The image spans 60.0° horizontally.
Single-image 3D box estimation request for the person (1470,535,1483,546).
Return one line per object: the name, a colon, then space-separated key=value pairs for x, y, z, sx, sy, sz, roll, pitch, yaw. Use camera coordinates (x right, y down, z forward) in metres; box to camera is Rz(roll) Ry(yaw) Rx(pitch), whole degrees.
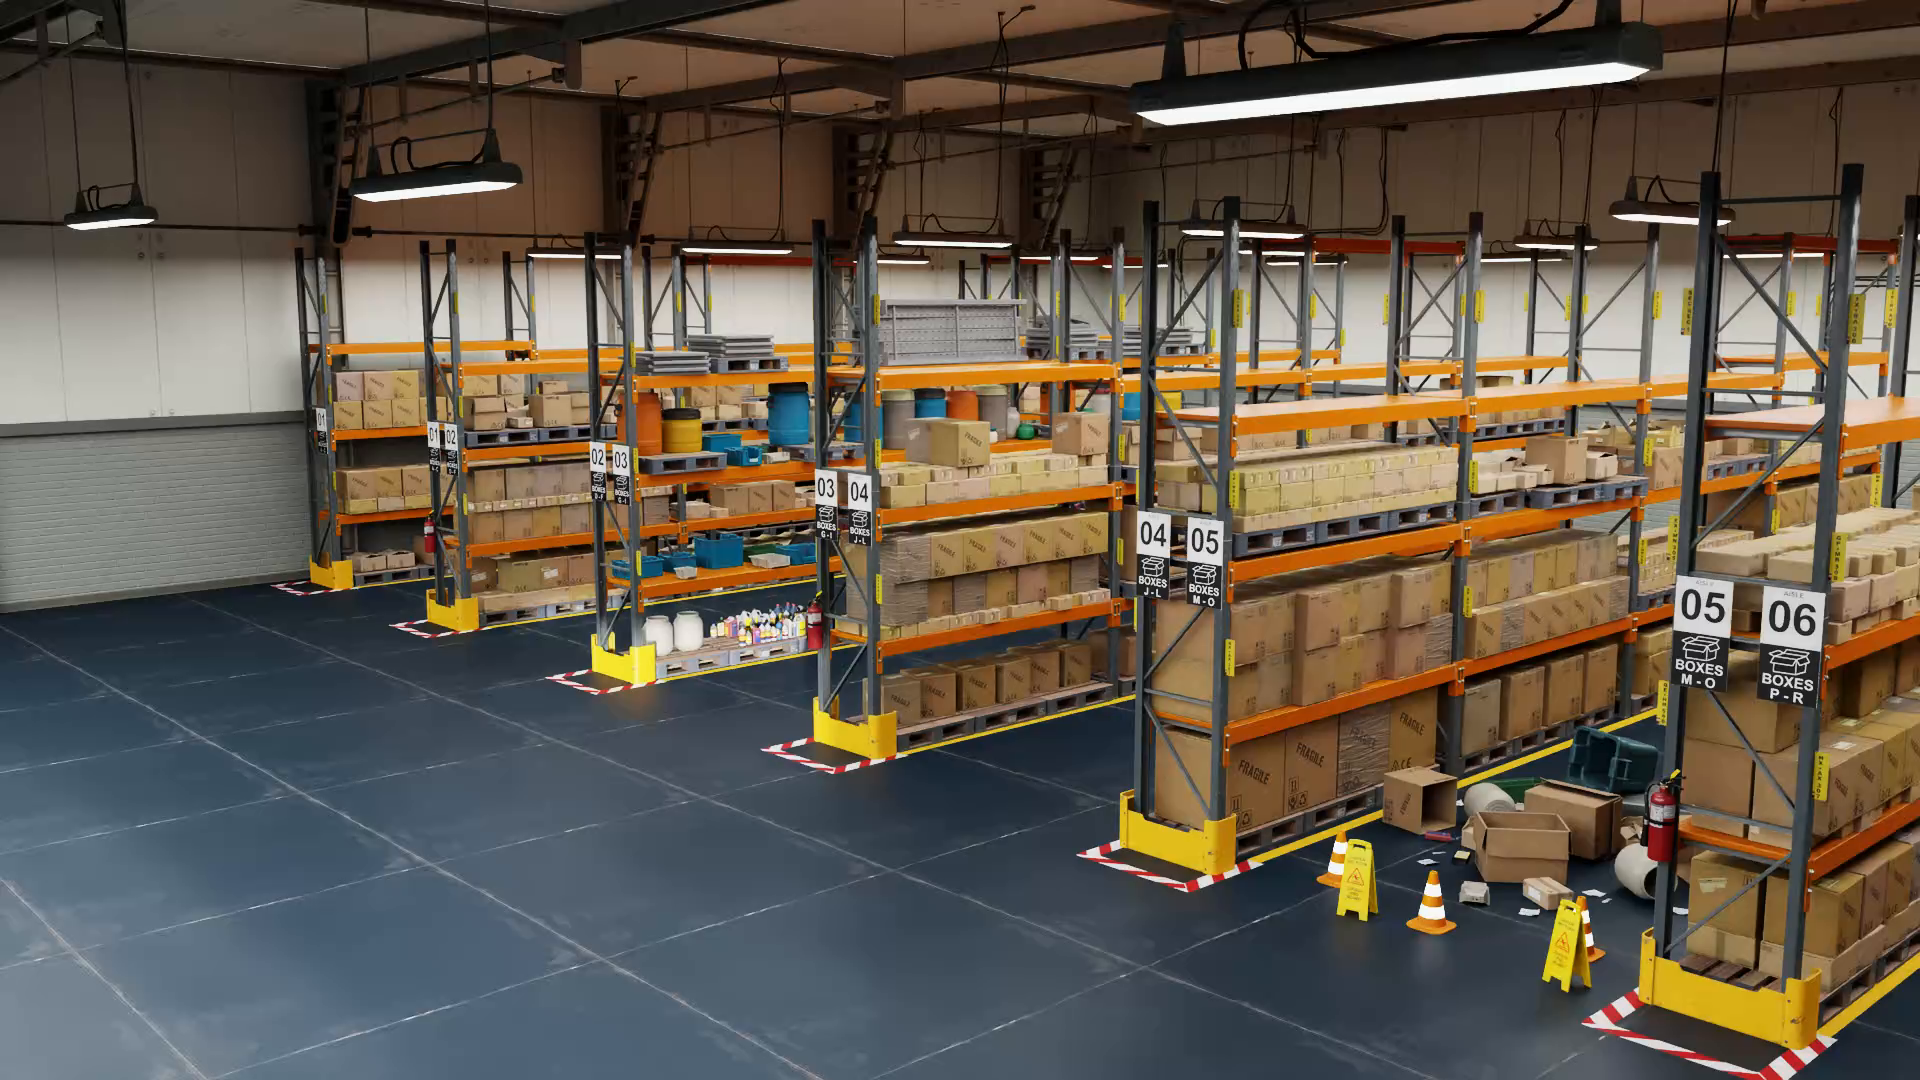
person: x=7.651 y=0.712 z=24.669 sx=0.675 sy=1.730 sz=0.671 roll=7 pitch=11 yaw=40
